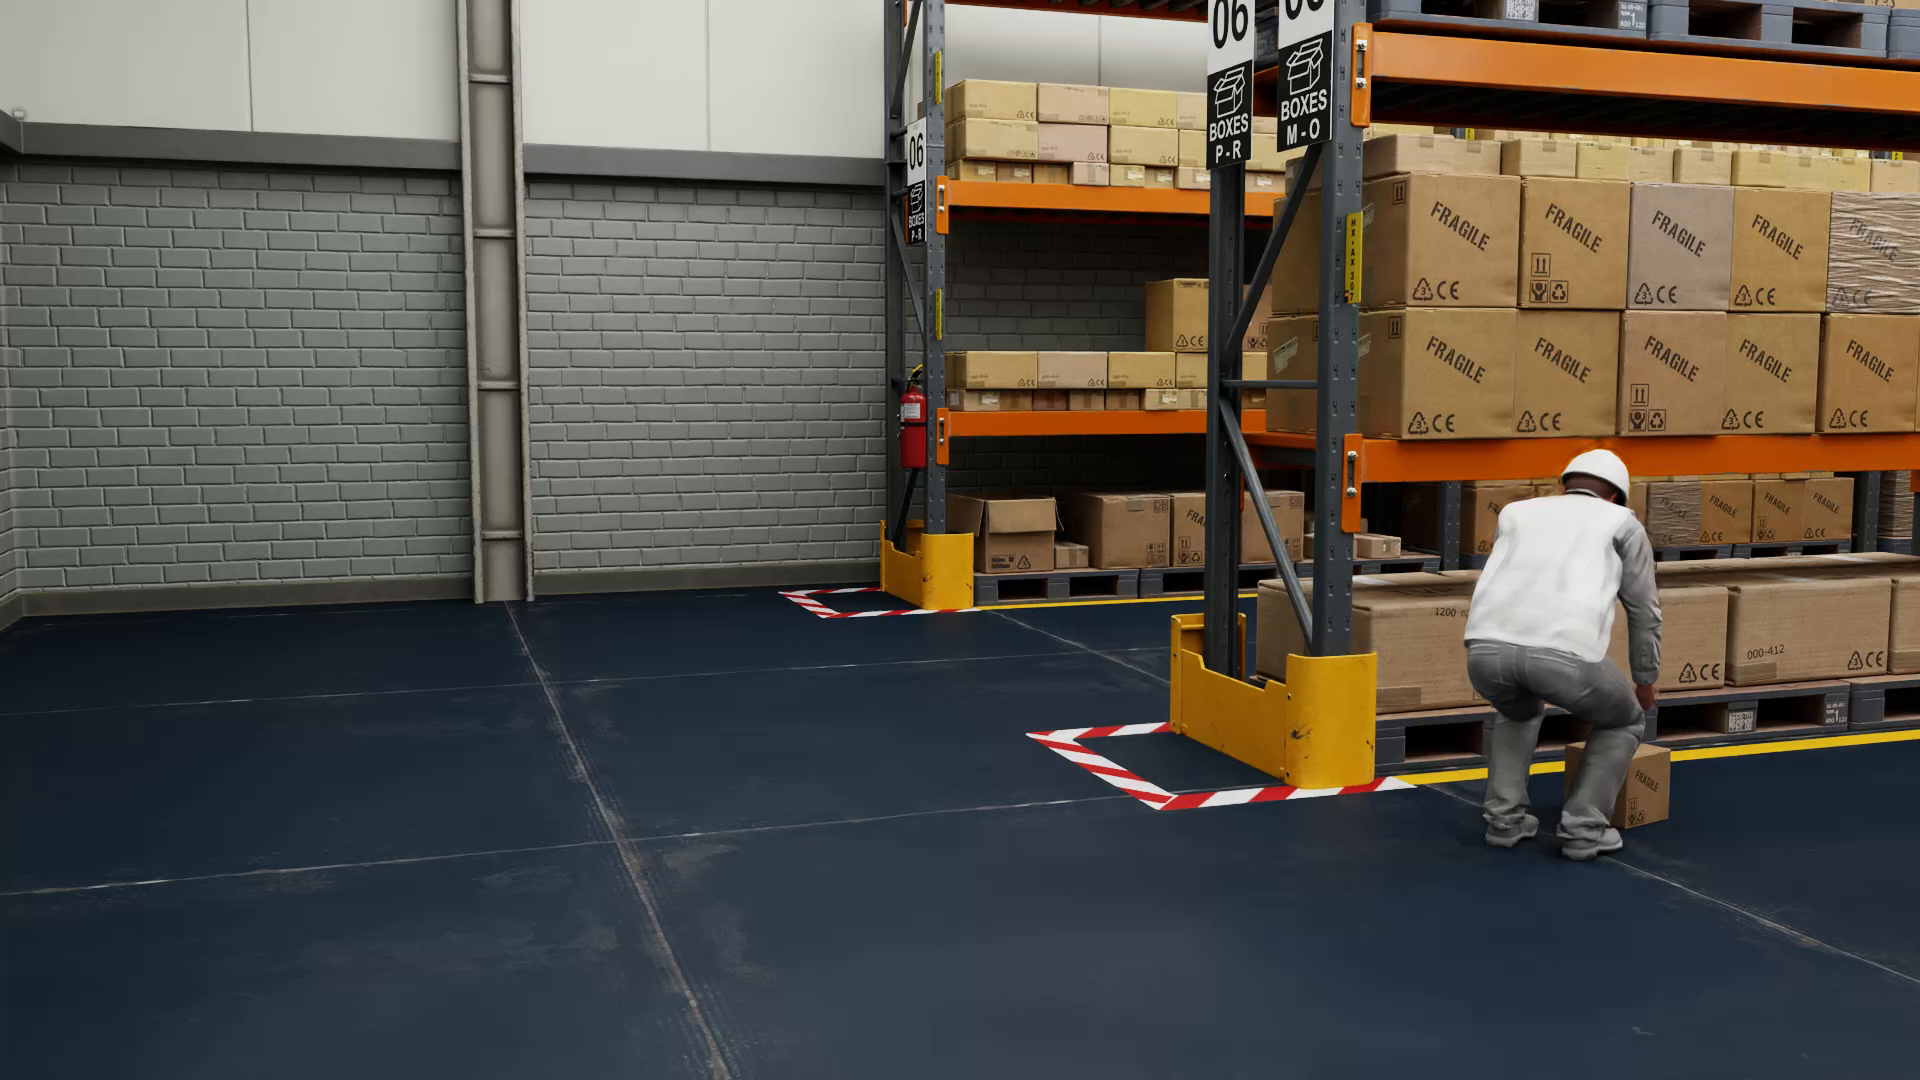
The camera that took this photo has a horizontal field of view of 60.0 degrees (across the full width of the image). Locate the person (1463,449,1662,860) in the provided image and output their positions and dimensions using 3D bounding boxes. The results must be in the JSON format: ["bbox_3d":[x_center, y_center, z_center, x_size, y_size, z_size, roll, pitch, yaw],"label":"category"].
[{"bbox_3d":[1.972,0.358,5.513,0.585,1.299,0.824,6,8,44],"label":"person"}]
